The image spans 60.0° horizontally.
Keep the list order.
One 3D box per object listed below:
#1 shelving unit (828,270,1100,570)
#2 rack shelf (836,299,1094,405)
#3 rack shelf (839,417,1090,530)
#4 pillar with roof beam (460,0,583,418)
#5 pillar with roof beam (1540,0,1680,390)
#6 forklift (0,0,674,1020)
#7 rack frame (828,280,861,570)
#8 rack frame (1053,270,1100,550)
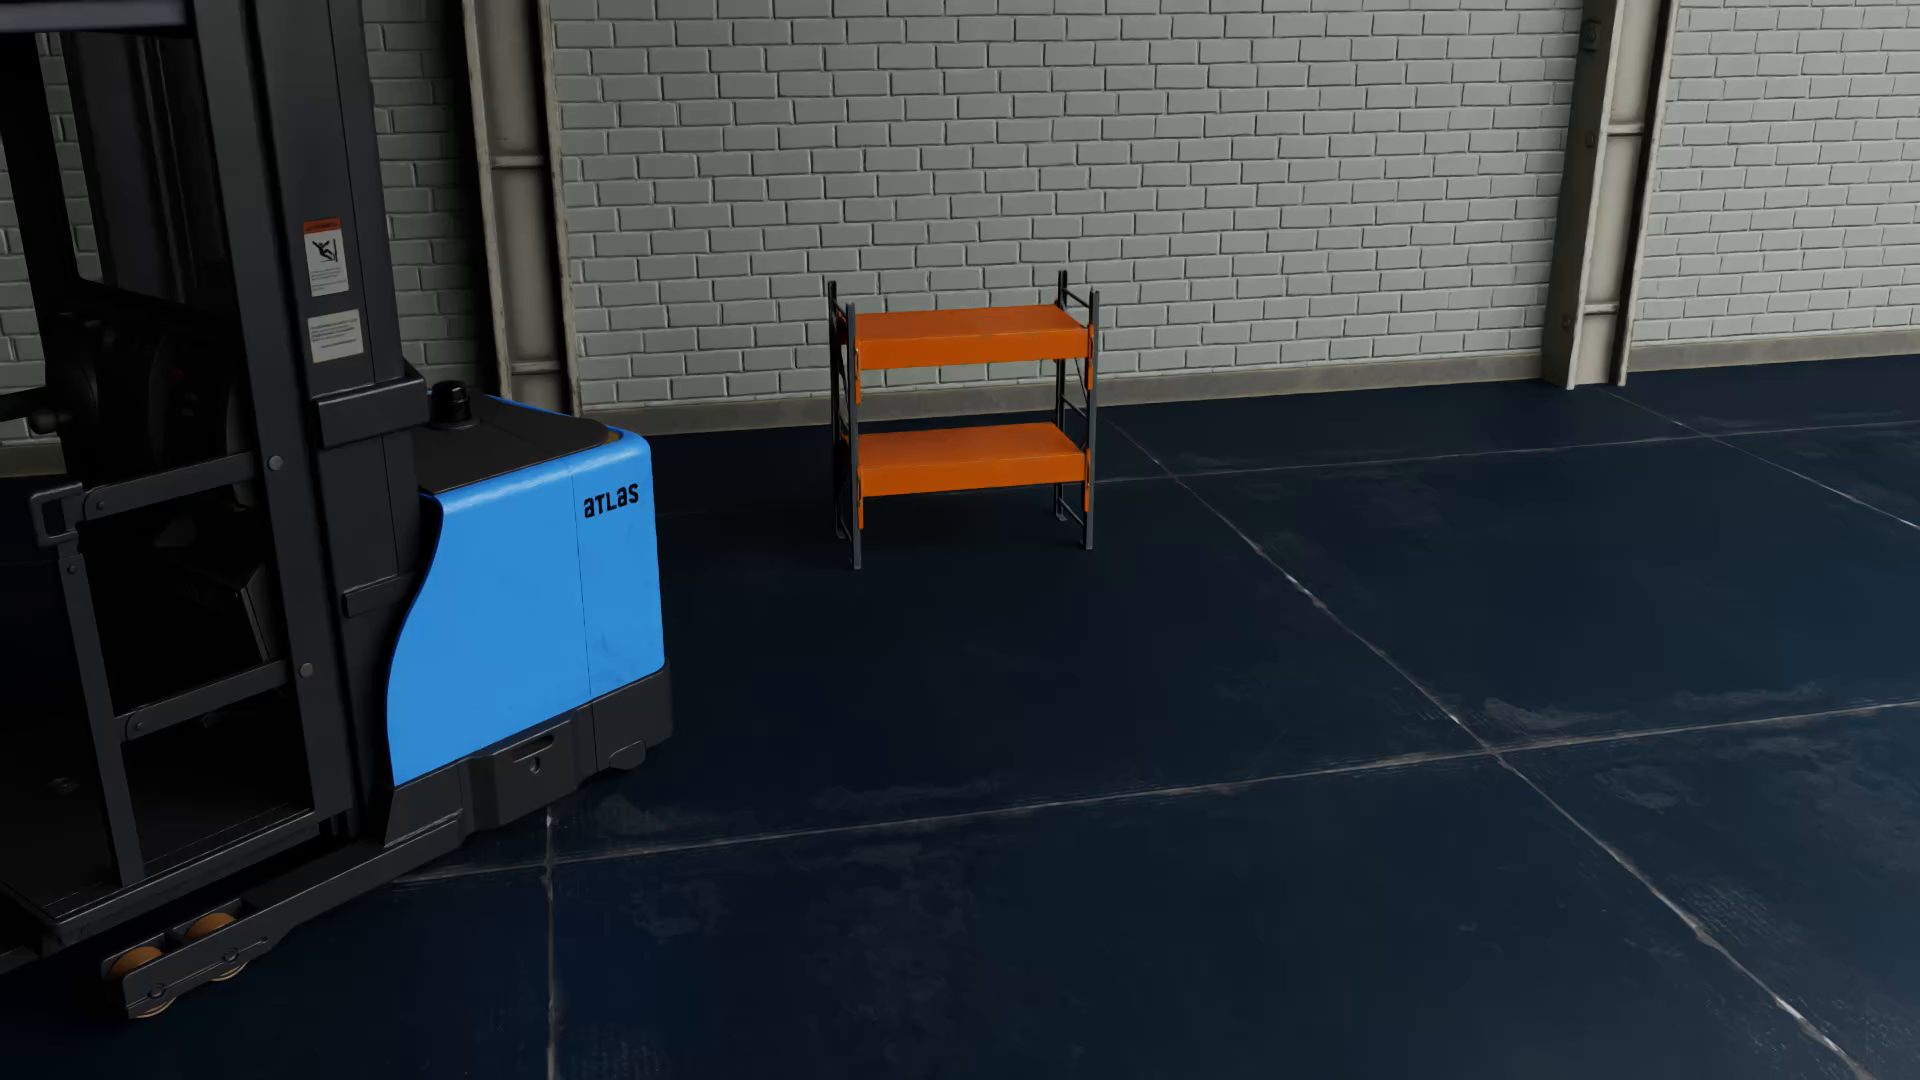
[{"bbox_3d":[0.007,-0.529,7.123,1.048,1.125,0.538,-5,21,-12],"label":"shelving unit"},{"bbox_3d":[0.007,-0.804,7.022,1.000,0.278,0.538,-5,21,-12],"label":"rack shelf"},{"bbox_3d":[0.007,-0.299,7.207,1.000,0.278,0.538,-5,21,-12],"label":"rack shelf"},{"bbox_3d":[-1.151,-3.255,3.118,0.400,9.000,9.100,-5,21,-12],"label":"pillar with roof beam"},{"bbox_3d":[4.688,-3.730,4.415,0.400,9.000,9.100,-5,21,-12],"label":"pillar with roof beam"},{"bbox_3d":[-2.233,-0.392,4.122,1.130,2.935,3.031,15,25,35],"label":"forklift"},{"bbox_3d":[-0.488,-0.488,7.013,0.032,1.125,0.500,-5,21,-12],"label":"rack frame"},{"bbox_3d":[0.501,-0.569,7.232,0.032,1.125,0.500,-5,21,-12],"label":"rack frame"}]
